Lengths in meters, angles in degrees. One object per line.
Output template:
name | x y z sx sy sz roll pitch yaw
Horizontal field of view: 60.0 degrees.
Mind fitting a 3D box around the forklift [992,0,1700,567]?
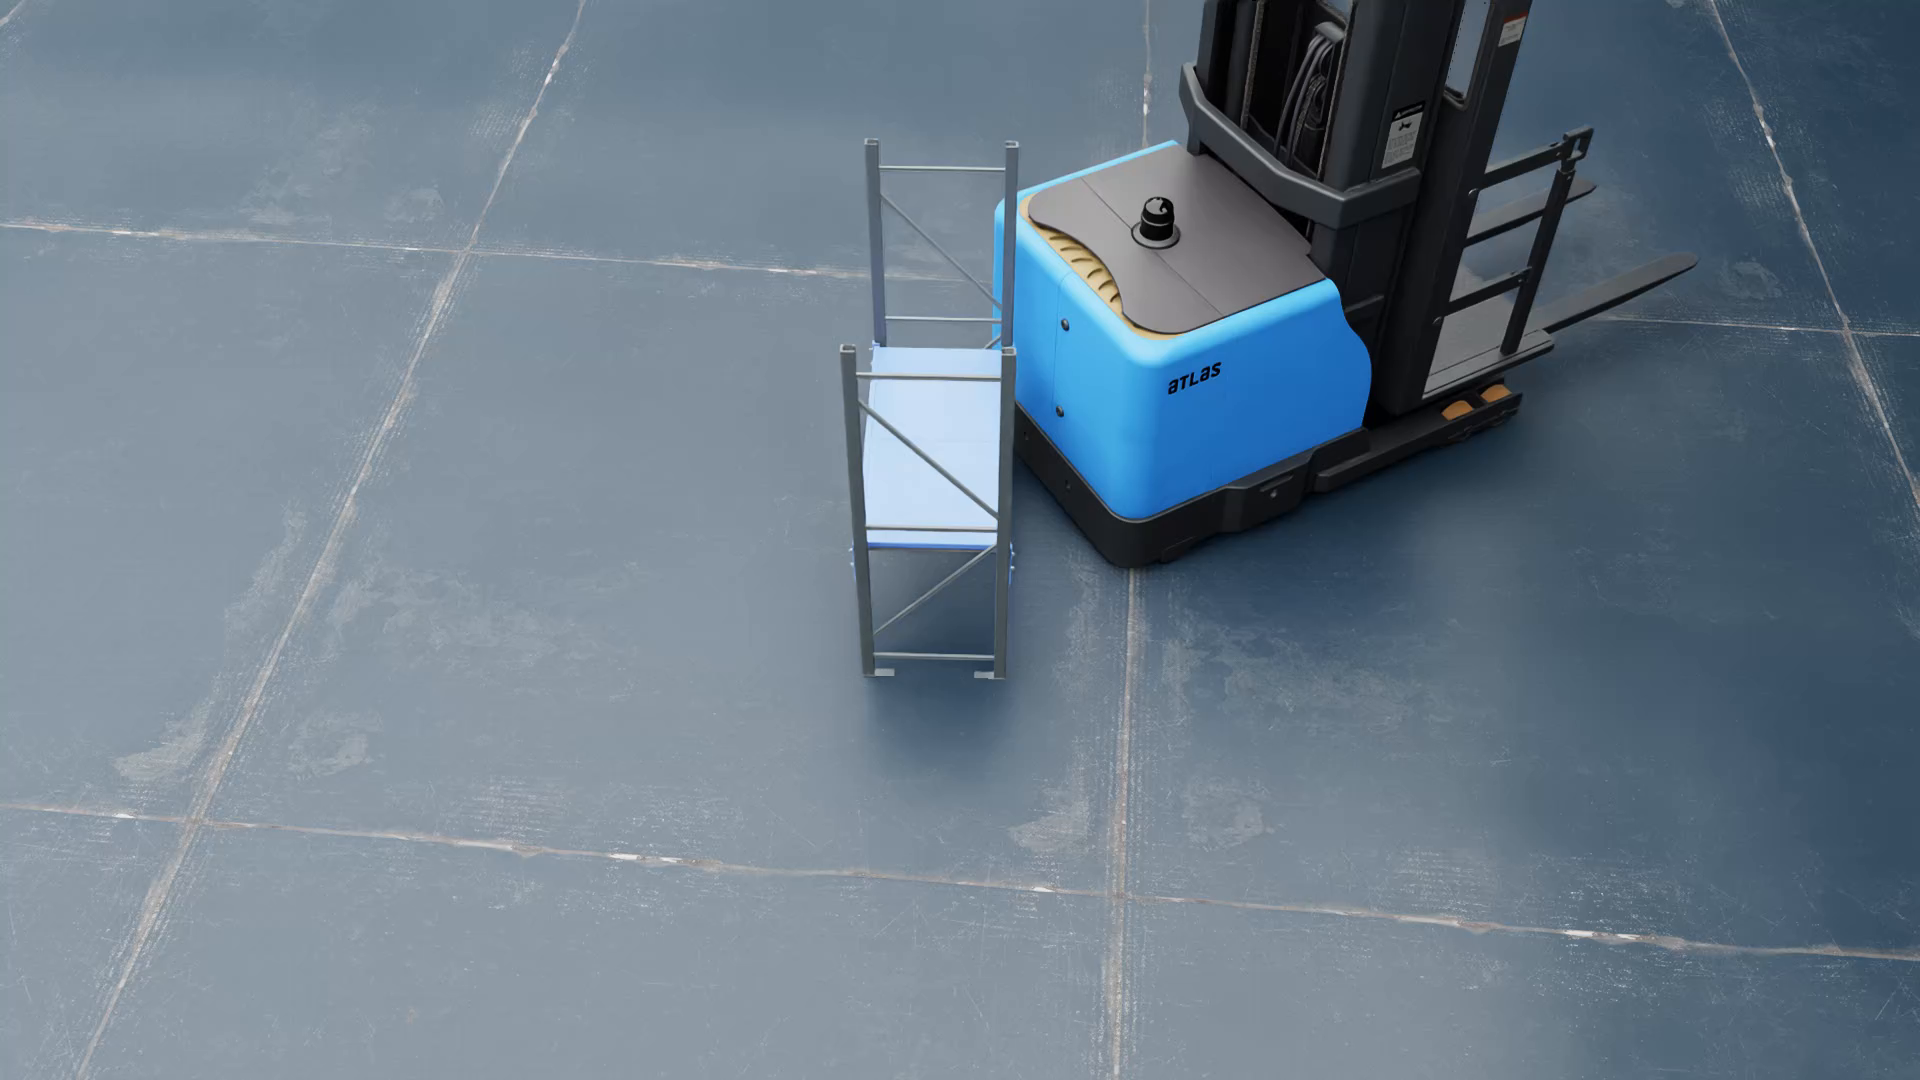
forklift | 1.647 -1.696 5.815 3.031 2.935 1.130 -22 51 -19

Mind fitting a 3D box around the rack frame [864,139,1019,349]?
rack frame | -0.060 -0.783 5.950 0.500 1.500 0.032 1 48 1

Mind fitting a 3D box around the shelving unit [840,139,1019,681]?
shelving unit | -0.075 -0.408 5.607 0.500 1.500 1.048 1 48 1

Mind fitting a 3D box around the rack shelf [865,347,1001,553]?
rack shelf | -0.075 -0.319 5.703 0.459 0.062 0.952 1 48 1

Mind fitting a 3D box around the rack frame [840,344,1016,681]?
rack frame | -0.090 -0.033 5.264 0.500 1.500 0.032 1 48 1
